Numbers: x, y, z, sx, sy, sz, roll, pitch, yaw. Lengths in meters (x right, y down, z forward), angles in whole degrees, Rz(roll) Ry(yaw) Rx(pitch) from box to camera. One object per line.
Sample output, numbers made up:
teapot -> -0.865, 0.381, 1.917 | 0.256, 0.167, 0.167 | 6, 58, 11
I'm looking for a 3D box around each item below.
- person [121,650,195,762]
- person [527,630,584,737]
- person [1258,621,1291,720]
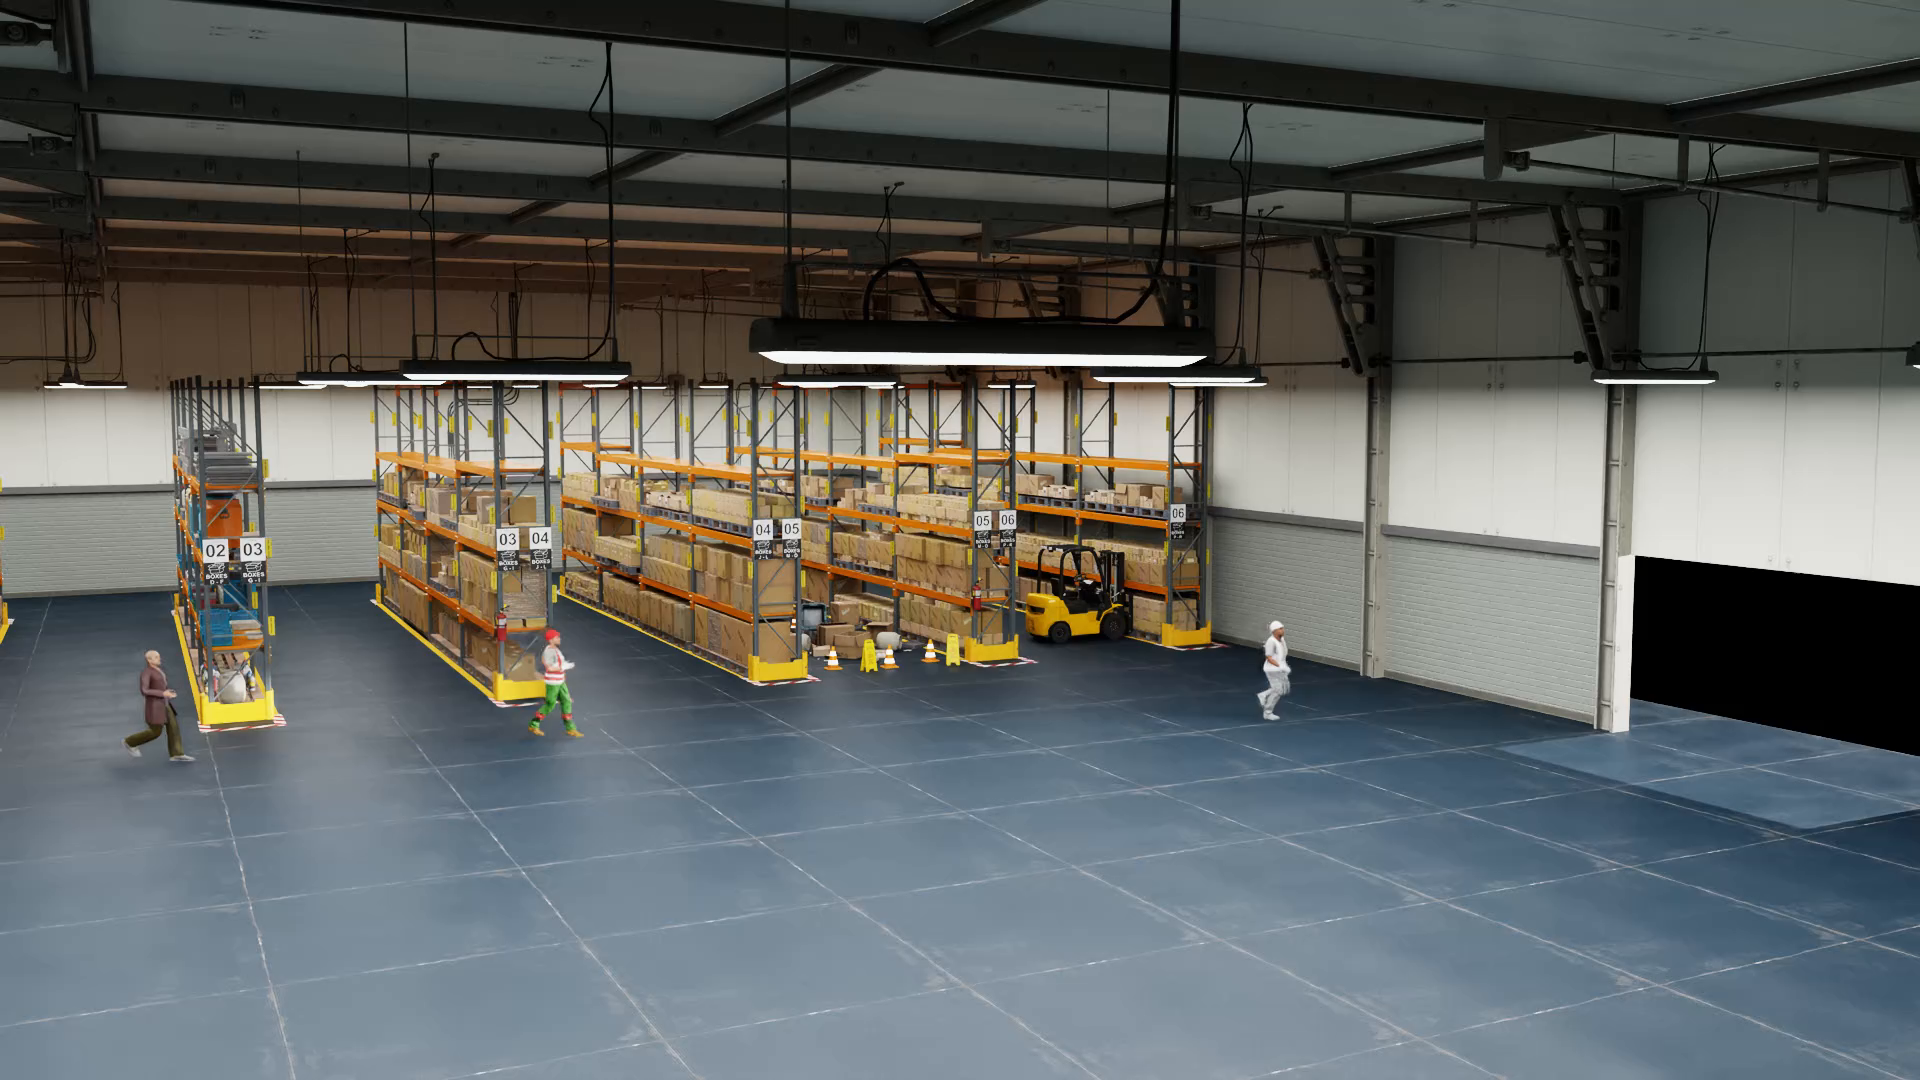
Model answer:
person -> -12.372, 2.569, 25.620 | 1.052, 1.757, 0.724 | 0, 5, -3
person -> -6.681, 2.372, 27.369 | 0.920, 1.809, 0.648 | 0, 5, 1
person -> 5.518, 2.276, 29.078 | 0.663, 1.736, 0.710 | 3, 6, 30
